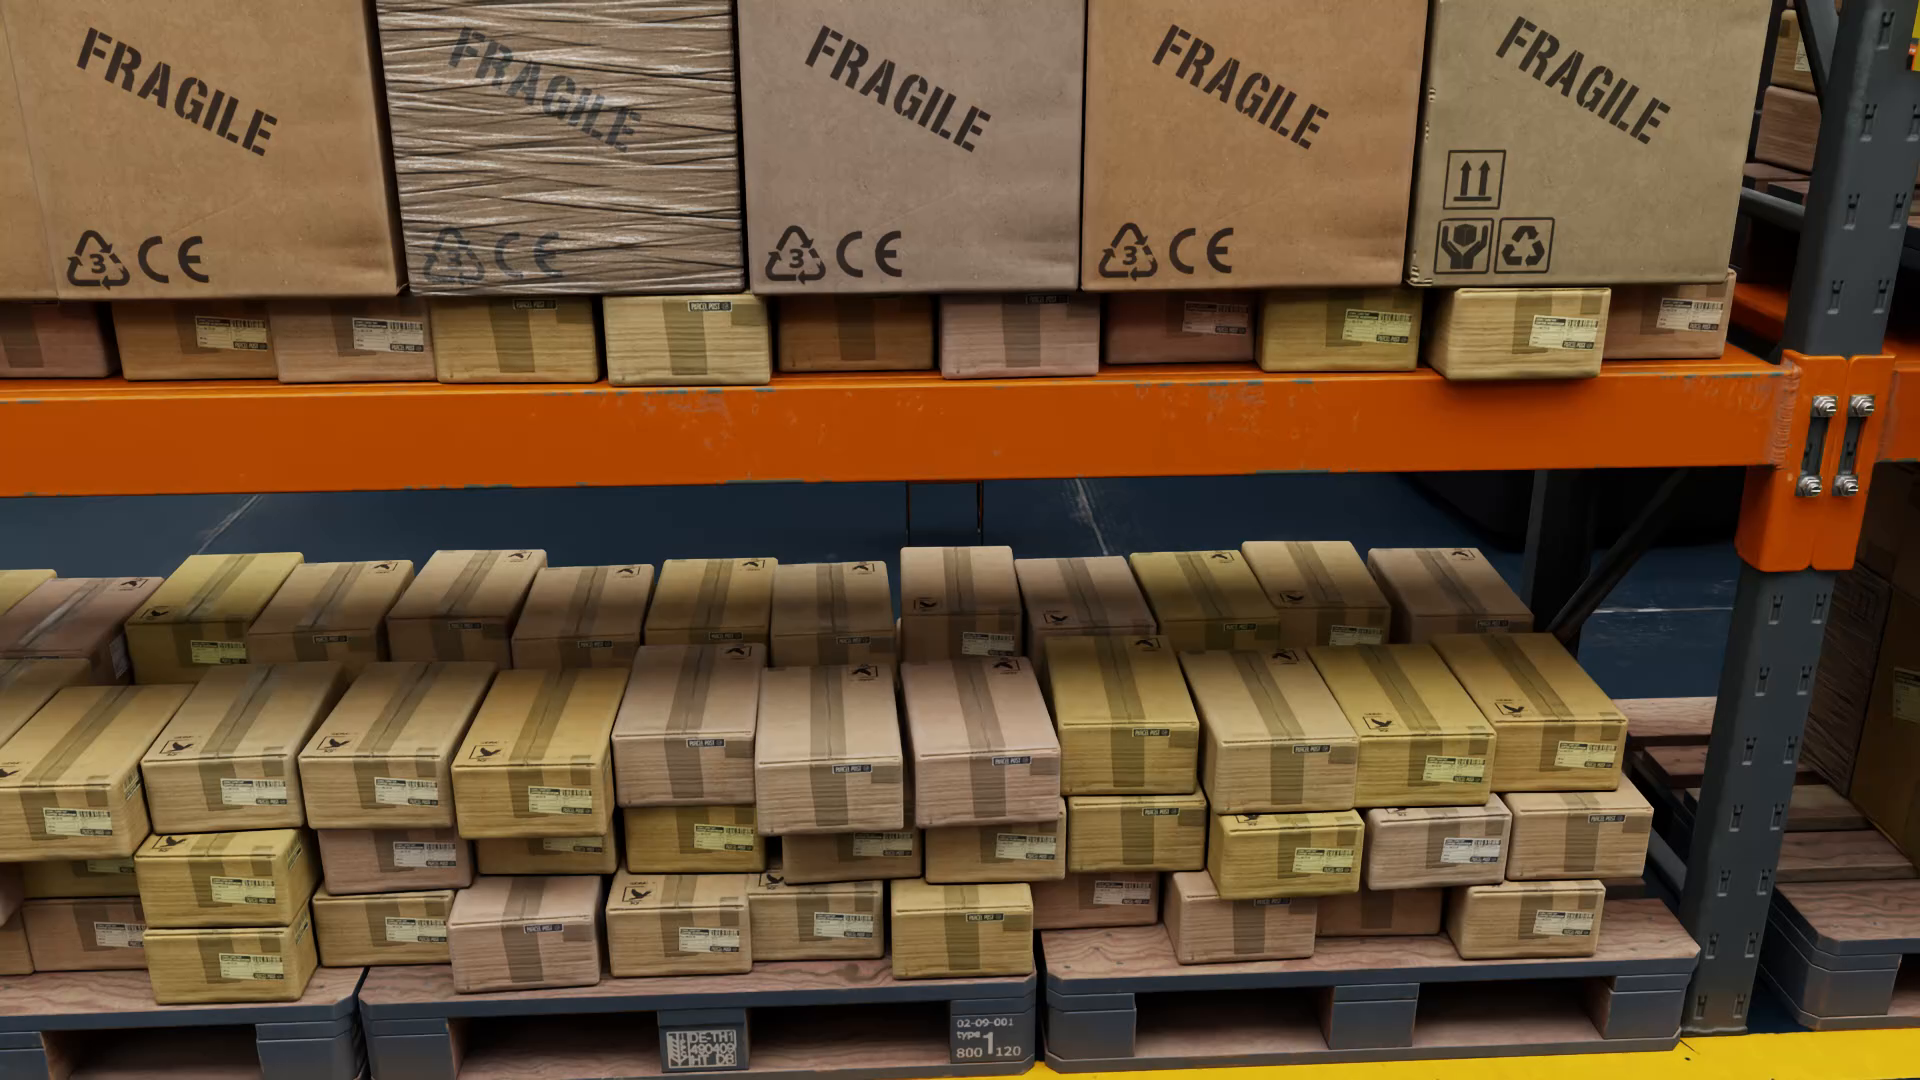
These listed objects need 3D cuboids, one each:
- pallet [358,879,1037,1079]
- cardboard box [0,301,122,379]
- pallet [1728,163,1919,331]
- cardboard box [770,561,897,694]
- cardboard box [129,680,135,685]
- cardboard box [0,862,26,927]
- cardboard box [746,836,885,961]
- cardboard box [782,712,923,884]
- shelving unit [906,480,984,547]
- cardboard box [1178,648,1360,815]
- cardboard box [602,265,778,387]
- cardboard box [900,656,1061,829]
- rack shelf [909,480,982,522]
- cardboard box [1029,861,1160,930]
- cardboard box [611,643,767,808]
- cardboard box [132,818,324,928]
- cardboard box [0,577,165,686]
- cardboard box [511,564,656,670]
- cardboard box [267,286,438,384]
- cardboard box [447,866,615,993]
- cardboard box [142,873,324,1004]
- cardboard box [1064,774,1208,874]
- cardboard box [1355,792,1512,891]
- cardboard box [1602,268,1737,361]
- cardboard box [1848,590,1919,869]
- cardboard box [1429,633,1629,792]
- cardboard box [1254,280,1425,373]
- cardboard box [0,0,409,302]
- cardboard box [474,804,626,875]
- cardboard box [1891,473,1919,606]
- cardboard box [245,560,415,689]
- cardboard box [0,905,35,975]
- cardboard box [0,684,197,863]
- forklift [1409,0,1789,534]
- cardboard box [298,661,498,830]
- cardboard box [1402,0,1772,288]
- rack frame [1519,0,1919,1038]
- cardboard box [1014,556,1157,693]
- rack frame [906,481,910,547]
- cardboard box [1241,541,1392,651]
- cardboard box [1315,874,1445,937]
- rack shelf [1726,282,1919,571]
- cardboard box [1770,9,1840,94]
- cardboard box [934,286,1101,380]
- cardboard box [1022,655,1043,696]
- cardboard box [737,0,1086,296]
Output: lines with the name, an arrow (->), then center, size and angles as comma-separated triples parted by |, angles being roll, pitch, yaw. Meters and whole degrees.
pallet -> -0.490, 0.717, 3.442 | 1.213, 0.211, 1.003 | -1, 21, -3
cardboard box -> -1.478, -0.390, 2.783 | 0.250, 0.149, 0.380 | 0, 21, -1
pallet -> 2.171, -0.513, 3.022 | 1.213, 0.211, 1.003 | -1, 21, -3
cardboard box -> -0.270, 0.185, 3.501 | 0.250, 0.149, 0.380 | -2, 21, -5
cardboard box -> -1.820, 0.342, 3.507 | 0.250, 0.149, 0.380 | -2, 21, -4
cardboard box -> -1.780, 0.535, 2.999 | 0.250, 0.149, 0.380 | -1, 21, -3
cardboard box -> -0.270, 0.629, 3.170 | 0.250, 0.149, 0.380 | -1, 21, -2
cardboard box -> -0.211, 0.480, 3.143 | 0.250, 0.149, 0.380 | -2, 21, -6
shelving unit -> -0.053, -0.490, 5.431 | 0.252, 1.050, 0.215 | -1, 21, -3
cardboard box -> 0.558, 0.346, 3.077 | 0.250, 0.149, 0.380 | -1, 21, -4
cardboard box -> -0.429, -0.375, 2.743 | 0.250, 0.149, 0.380 | -1, 21, -2
cardboard box -> 0.029, 0.362, 3.035 | 0.250, 0.149, 0.380 | -2, 21, -6
rack shelf -> -0.053, -0.220, 5.534 | 0.240, 0.259, 0.215 | -1, 21, -3
cardboard box -> 0.233, 0.593, 3.265 | 0.250, 0.149, 0.380 | -2, 21, -4
cardboard box -> -0.493, 0.338, 3.098 | 0.250, 0.149, 0.380 | -1, 21, -3
cardboard box -> -1.278, 0.532, 3.007 | 0.250, 0.149, 0.380 | -1, 21, -1
cardboard box -> -1.826, 0.215, 3.420 | 0.250, 0.149, 0.380 | -1, 21, -2
cardboard box -> -0.778, 0.191, 3.484 | 0.250, 0.149, 0.380 | -2, 21, -5
cardboard box -> -0.958, -0.382, 2.762 | 0.250, 0.149, 0.380 | -2, 21, -4
cardboard box -> -0.784, 0.661, 3.087 | 0.250, 0.149, 0.380 | -2, 21, -6
cardboard box -> -1.287, 0.674, 3.052 | 0.250, 0.149, 0.380 | -1, 21, -2
cardboard box -> 0.311, 0.470, 3.170 | 0.250, 0.149, 0.380 | -1, 21, -3
cardboard box -> 0.834, 0.488, 3.123 | 0.250, 0.149, 0.380 | -2, 21, -6
cardboard box -> 1.127, -0.432, 2.893 | 0.250, 0.149, 0.380 | -1, 21, -4
cardboard box -> 2.152, 0.413, 3.244 | 0.500, 0.500, 0.500 | 0, 21, -1
cardboard box -> 1.059, 0.319, 3.147 | 0.250, 0.149, 0.380 | -1, 21, -2
cardboard box -> 0.606, -0.404, 2.820 | 0.250, 0.149, 0.380 | 0, 21, -1
cardboard box -> -1.108, -0.679, 2.631 | 0.500, 0.500, 0.500 | -1, 21, -2
cardboard box -> -0.750, 0.472, 3.163 | 0.250, 0.149, 0.380 | 0, 21, 0
cardboard box -> 2.152, 0.062, 3.112 | 0.500, 0.250, 0.500 | -2, 21, -5
cardboard box -> -1.313, 0.182, 3.507 | 0.250, 0.149, 0.380 | -2, 21, -5
cardboard box -> -1.796, 0.647, 3.121 | 0.250, 0.149, 0.380 | -1, 21, -3
cardboard box -> -1.524, 0.403, 2.927 | 0.250, 0.149, 0.380 | -1, 21, -3
forklift -> 3.150, -1.598, 5.699 | 3.031, 2.935, 1.130 | -4, 21, -10
cardboard box -> -1.004, 0.366, 3.024 | 0.250, 0.149, 0.380 | 0, 21, -1
cardboard box -> 0.933, -0.714, 2.722 | 0.500, 0.500, 0.500 | -1, 21, -3
rack frame -> 1.399, -0.639, 3.082 | 0.127, 3.000, 1.000 | -1, 21, -3
cardboard box -> 0.256, 0.173, 3.530 | 0.250, 0.149, 0.380 | -2, 21, -4
rack frame -> -0.175, -0.487, 5.425 | 0.008, 1.050, 0.200 | -1, 21, -3
cardboard box -> 0.765, 0.137, 3.625 | 0.250, 0.149, 0.380 | 0, 21, 0
cardboard box -> 0.763, 0.602, 3.240 | 0.250, 0.149, 0.380 | -1, 21, -2
rack shelf -> 3.396, -0.343, 3.317 | 4.000, 0.370, 1.077 | -1, 21, -3
cardboard box -> 1.785, -0.935, 3.205 | 0.250, 0.149, 0.380 | -1, 21, -1
cardboard box -> 0.078, -0.391, 2.786 | 0.250, 0.149, 0.380 | -2, 21, -5
cardboard box -> 0.261, 0.311, 3.586 | 0.250, 0.149, 0.380 | -2, 21, -6
cardboard box -> -0.083, -0.694, 2.670 | 0.500, 0.500, 0.500 | -1, 21, -3
